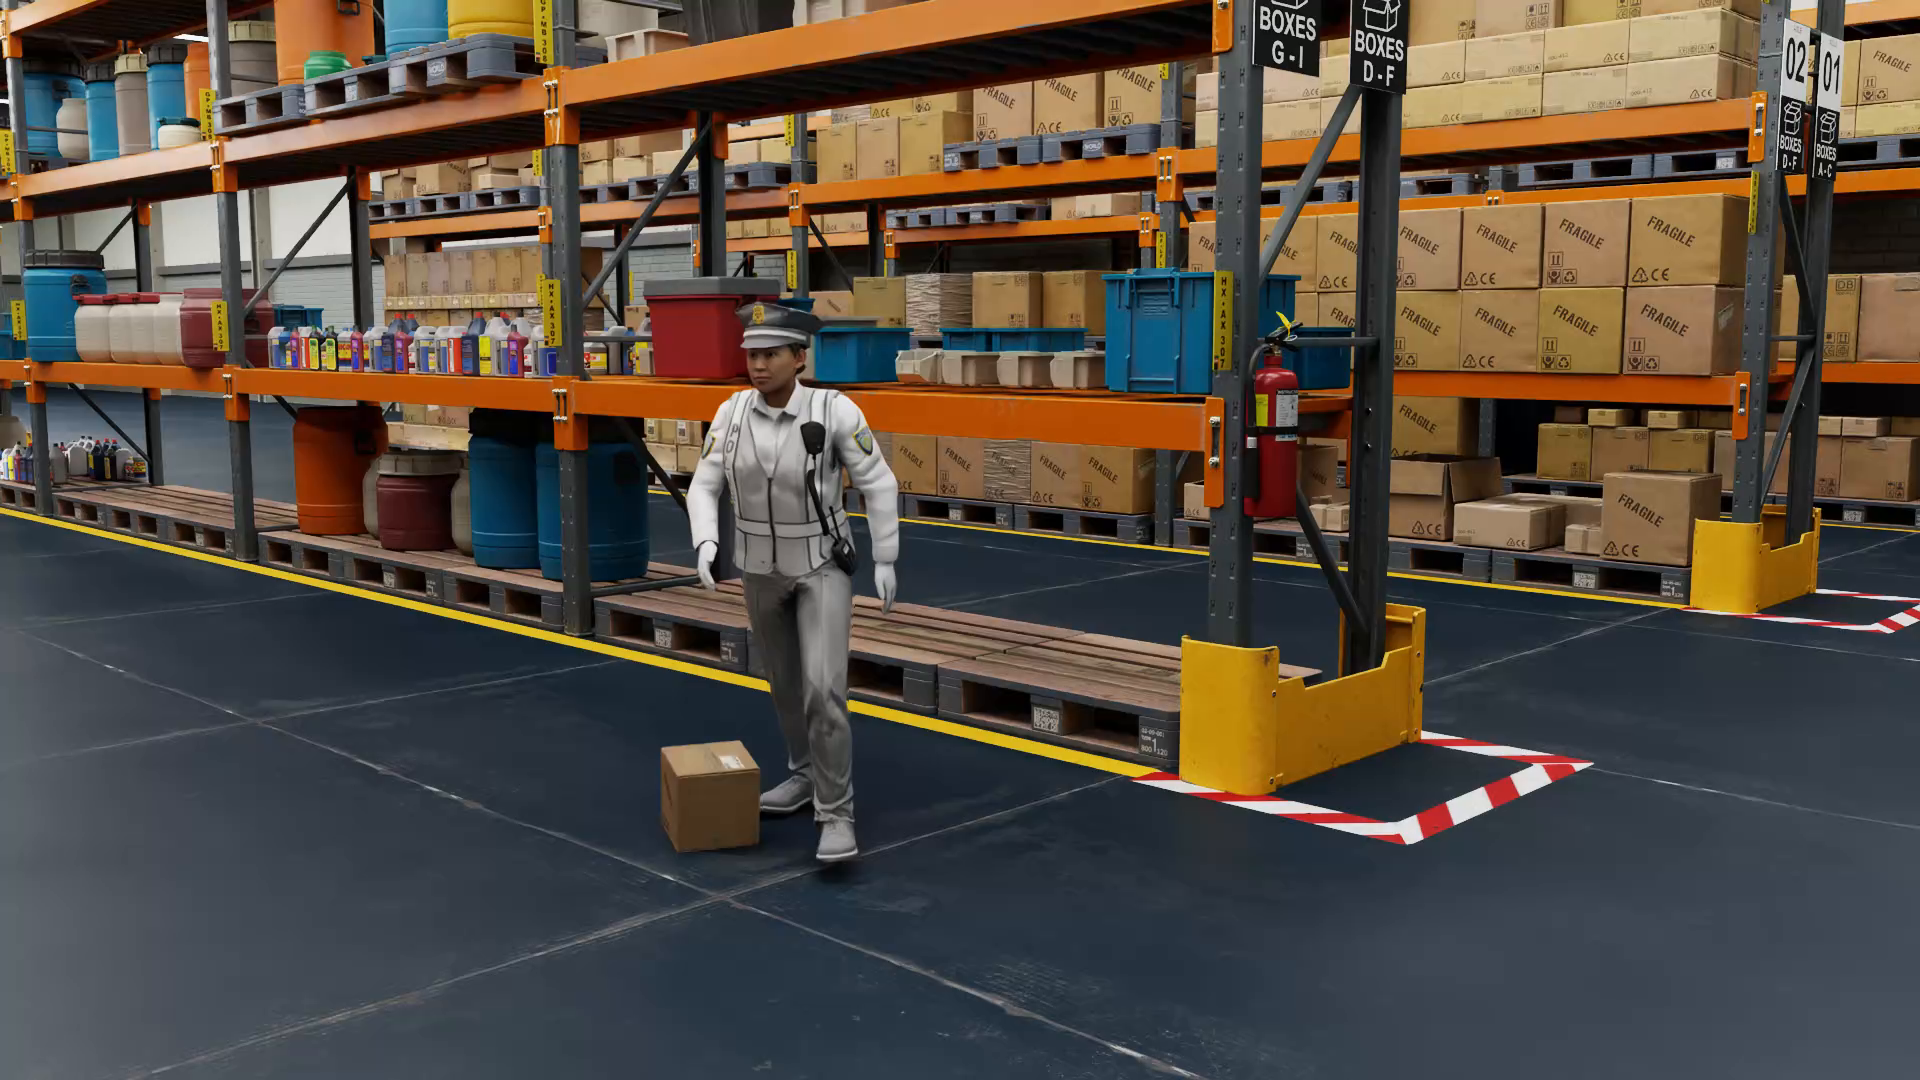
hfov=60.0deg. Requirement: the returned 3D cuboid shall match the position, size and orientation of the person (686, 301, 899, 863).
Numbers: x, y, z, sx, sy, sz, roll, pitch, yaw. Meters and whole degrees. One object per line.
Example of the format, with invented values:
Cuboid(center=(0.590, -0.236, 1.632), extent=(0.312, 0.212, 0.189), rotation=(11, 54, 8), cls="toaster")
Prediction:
Cuboid(center=(-0.484, 0.101, 5.016), extent=(0.631, 1.618, 0.769), rotation=(3, 8, 20), cls="person")
